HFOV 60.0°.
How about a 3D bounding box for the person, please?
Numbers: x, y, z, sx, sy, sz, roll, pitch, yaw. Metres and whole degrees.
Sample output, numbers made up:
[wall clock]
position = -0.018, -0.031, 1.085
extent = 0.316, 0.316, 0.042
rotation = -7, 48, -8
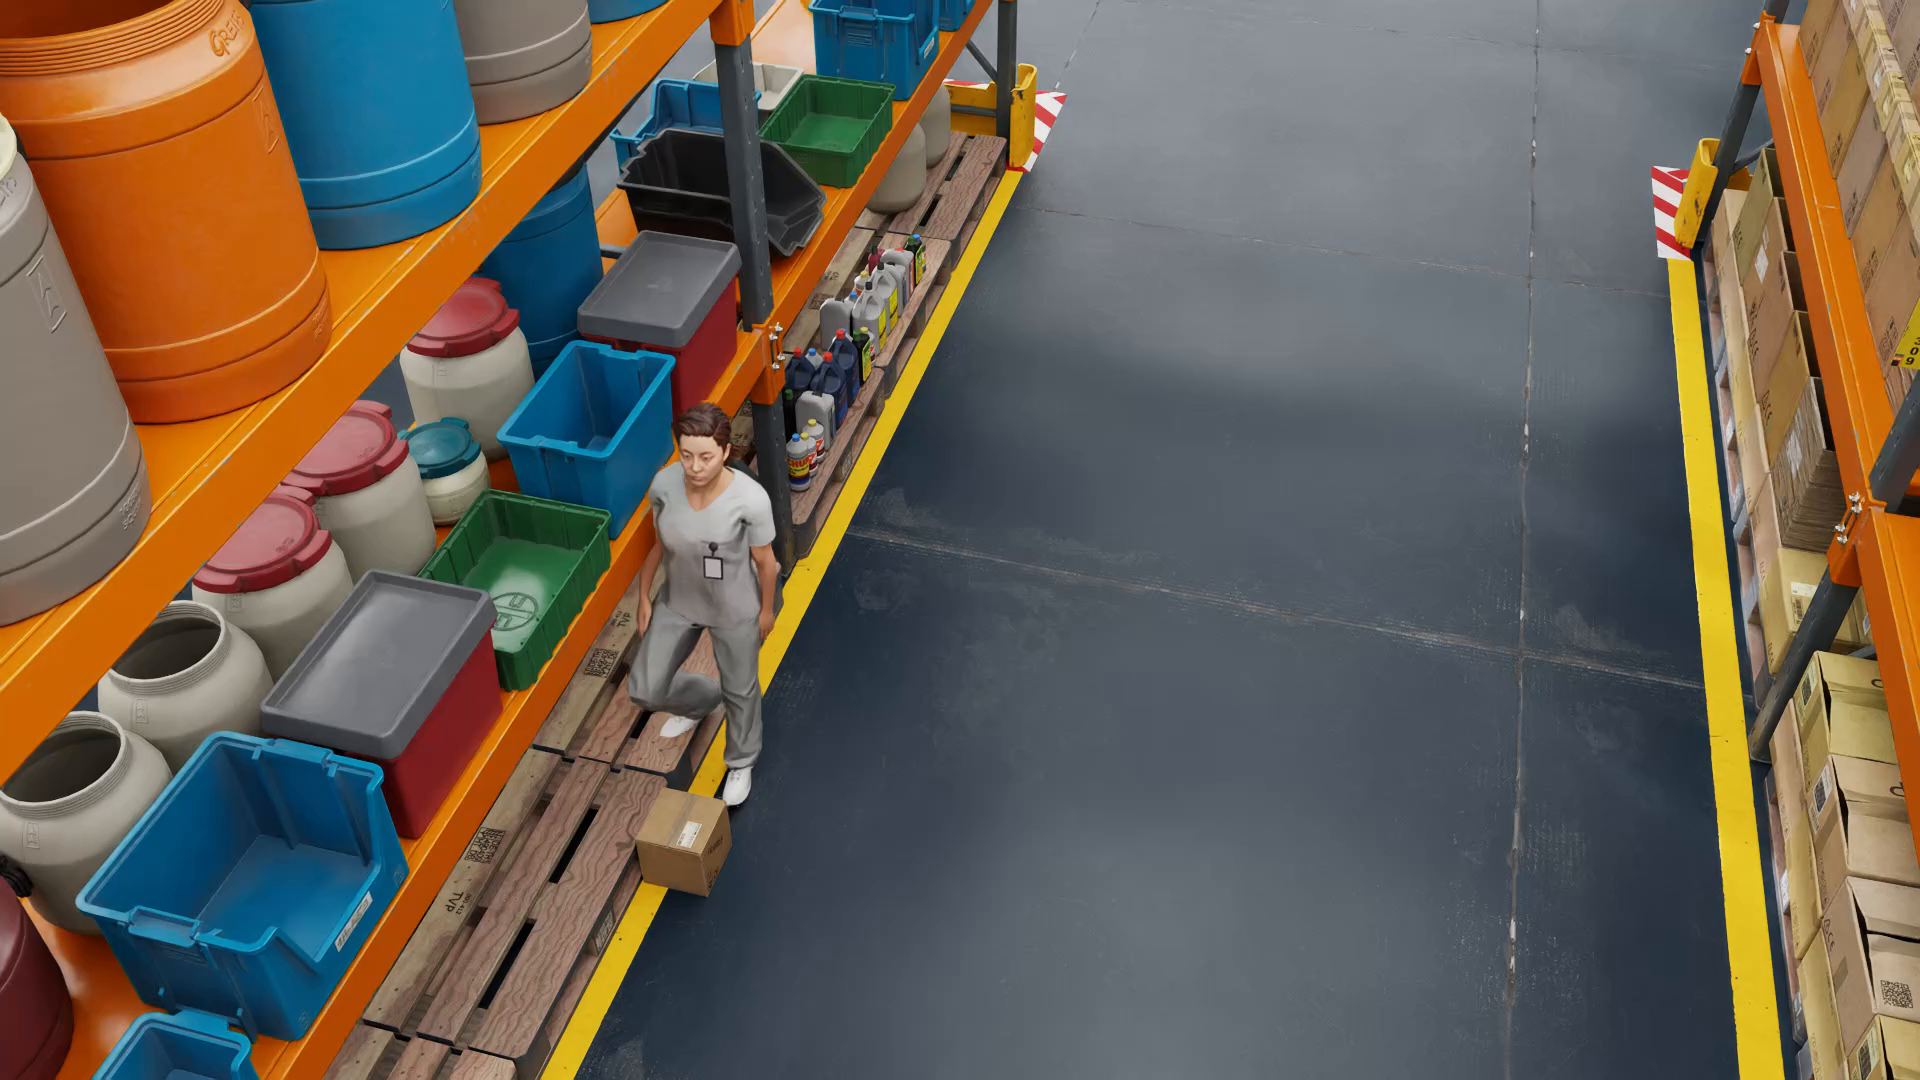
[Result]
[person]
position = -0.895, 0.256, 5.837
extent = 0.512, 1.685, 0.460
rotation = 10, 42, 11
